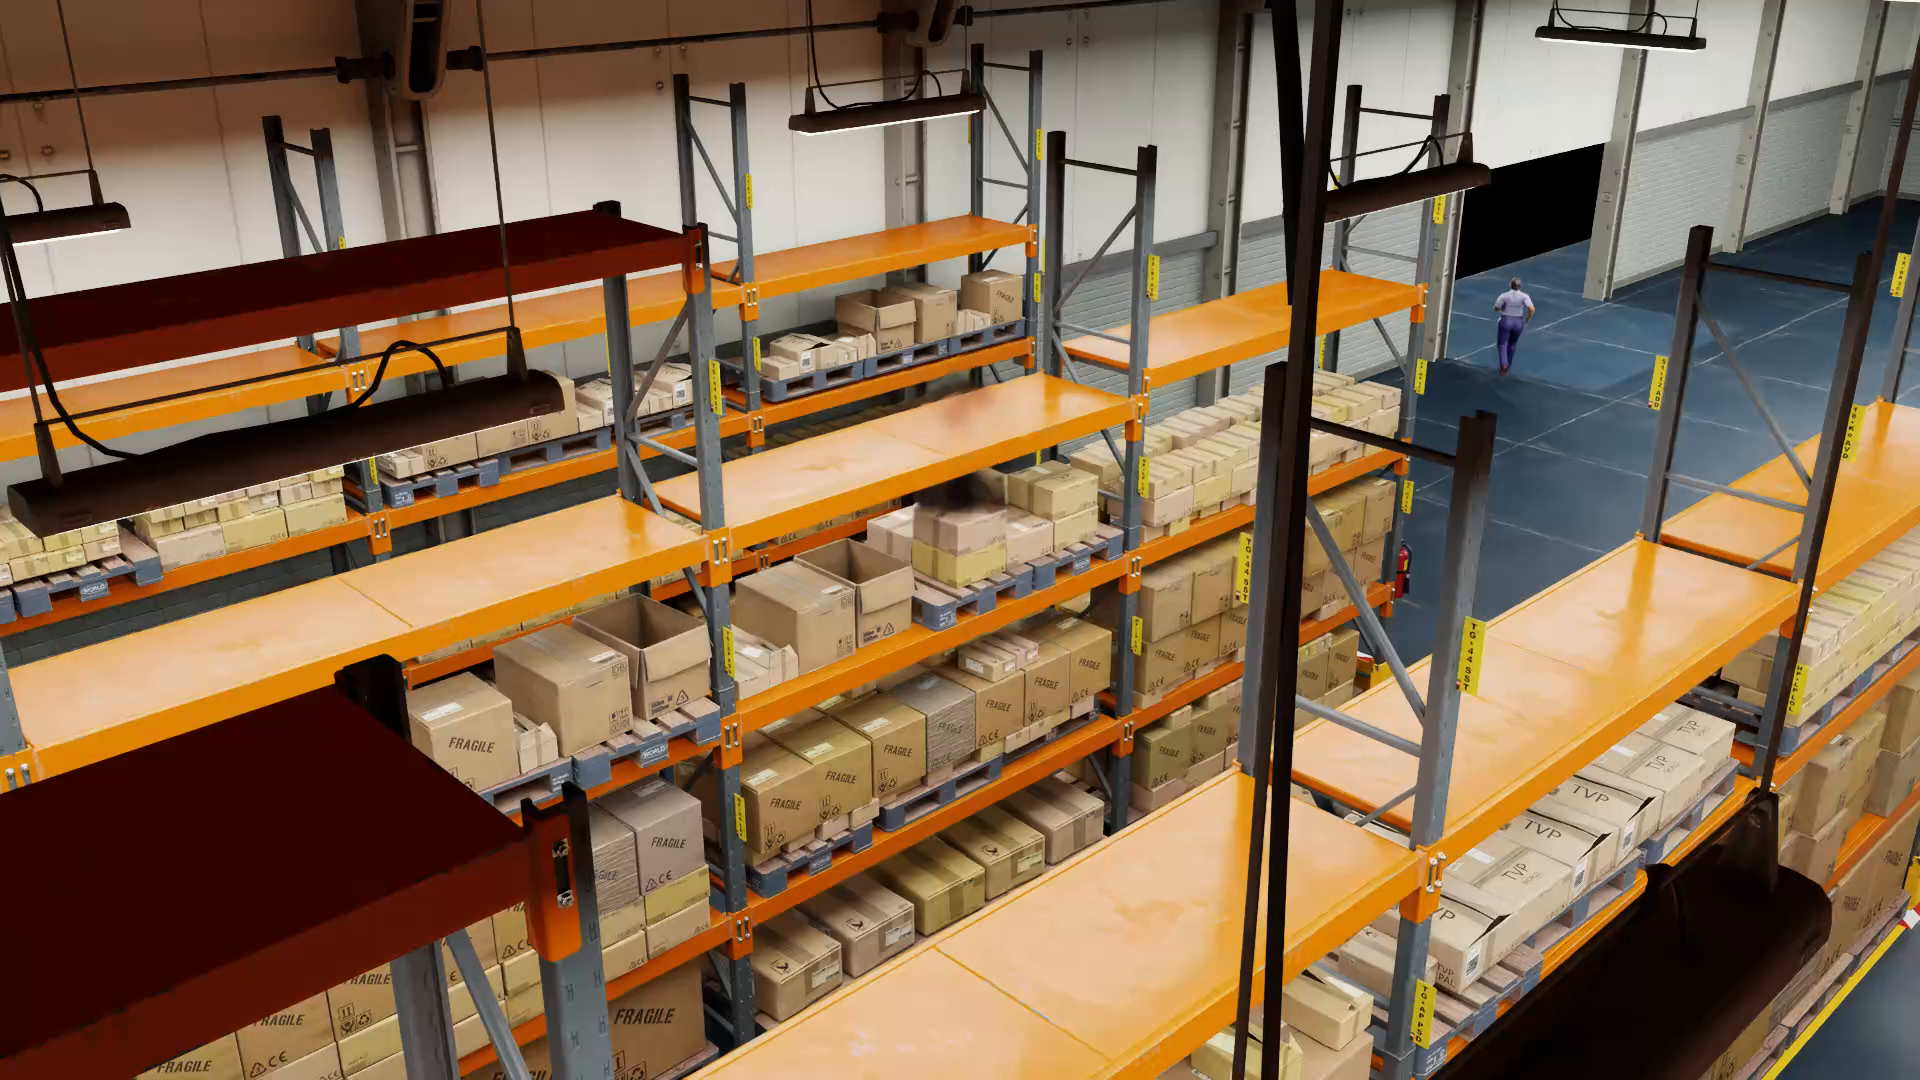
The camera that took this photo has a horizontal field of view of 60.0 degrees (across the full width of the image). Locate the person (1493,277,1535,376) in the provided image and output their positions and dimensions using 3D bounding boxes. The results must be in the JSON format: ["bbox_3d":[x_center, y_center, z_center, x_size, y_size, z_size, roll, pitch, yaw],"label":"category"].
[{"bbox_3d":[8.966,-3.485,27.096,0.607,1.608,0.906,3,23,6],"label":"person"}]
